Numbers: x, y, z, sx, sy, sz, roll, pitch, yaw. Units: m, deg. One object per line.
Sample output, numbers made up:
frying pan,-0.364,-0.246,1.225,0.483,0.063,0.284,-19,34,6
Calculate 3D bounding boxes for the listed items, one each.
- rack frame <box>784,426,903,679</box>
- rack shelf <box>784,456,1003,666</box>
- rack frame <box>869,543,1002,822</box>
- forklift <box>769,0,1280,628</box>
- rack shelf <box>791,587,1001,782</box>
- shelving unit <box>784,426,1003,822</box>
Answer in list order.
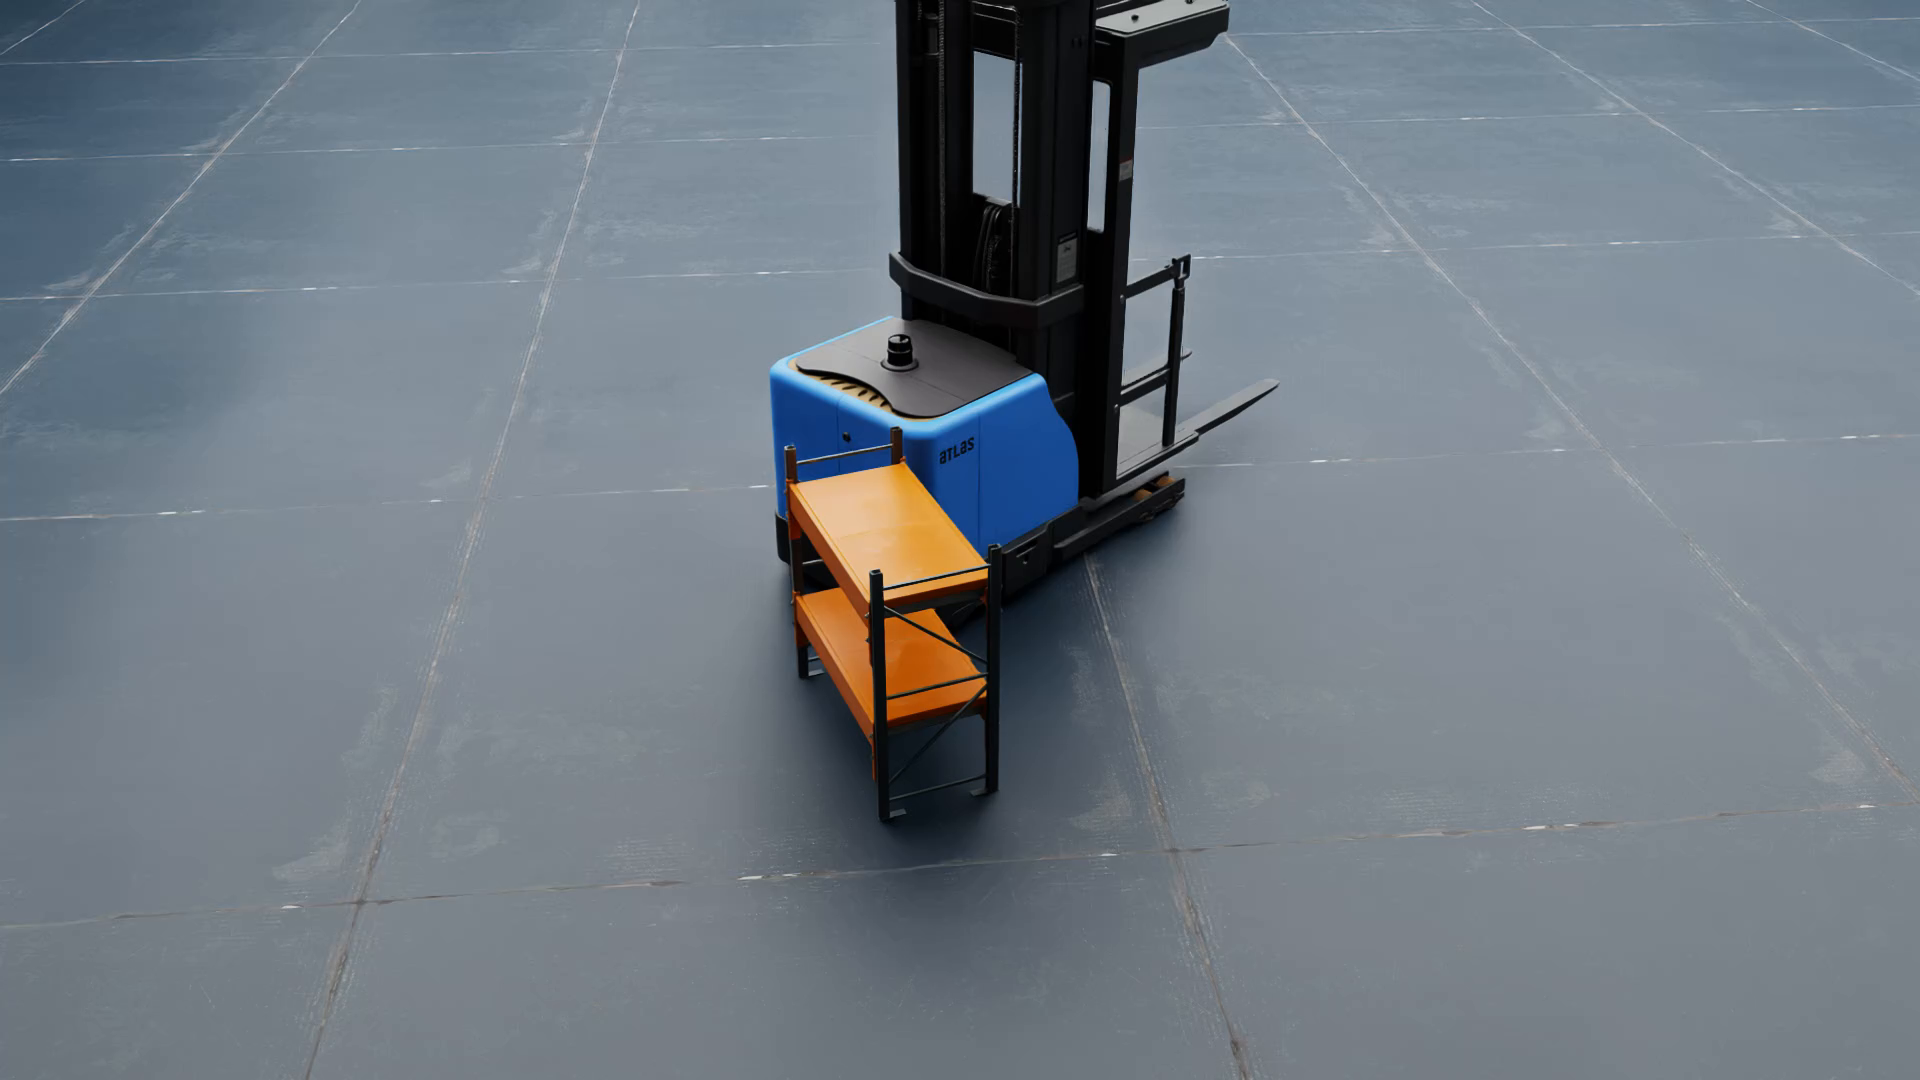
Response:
rack frame,-0.472,0.068,7.039,0.500,1.125,0.032,-12,33,-19
rack shelf,-0.279,0.058,6.486,0.538,0.278,1.000,-12,33,-19
rack frame,-0.085,0.550,6.232,0.500,1.125,0.032,-12,33,-19
forklift,0.505,-1.508,7.917,1.130,2.935,3.031,26,40,36
rack shelf,-0.279,0.519,6.761,0.538,0.278,1.000,-12,33,-19
shelving unit,-0.279,0.309,6.636,0.538,1.125,1.048,-12,33,-19
